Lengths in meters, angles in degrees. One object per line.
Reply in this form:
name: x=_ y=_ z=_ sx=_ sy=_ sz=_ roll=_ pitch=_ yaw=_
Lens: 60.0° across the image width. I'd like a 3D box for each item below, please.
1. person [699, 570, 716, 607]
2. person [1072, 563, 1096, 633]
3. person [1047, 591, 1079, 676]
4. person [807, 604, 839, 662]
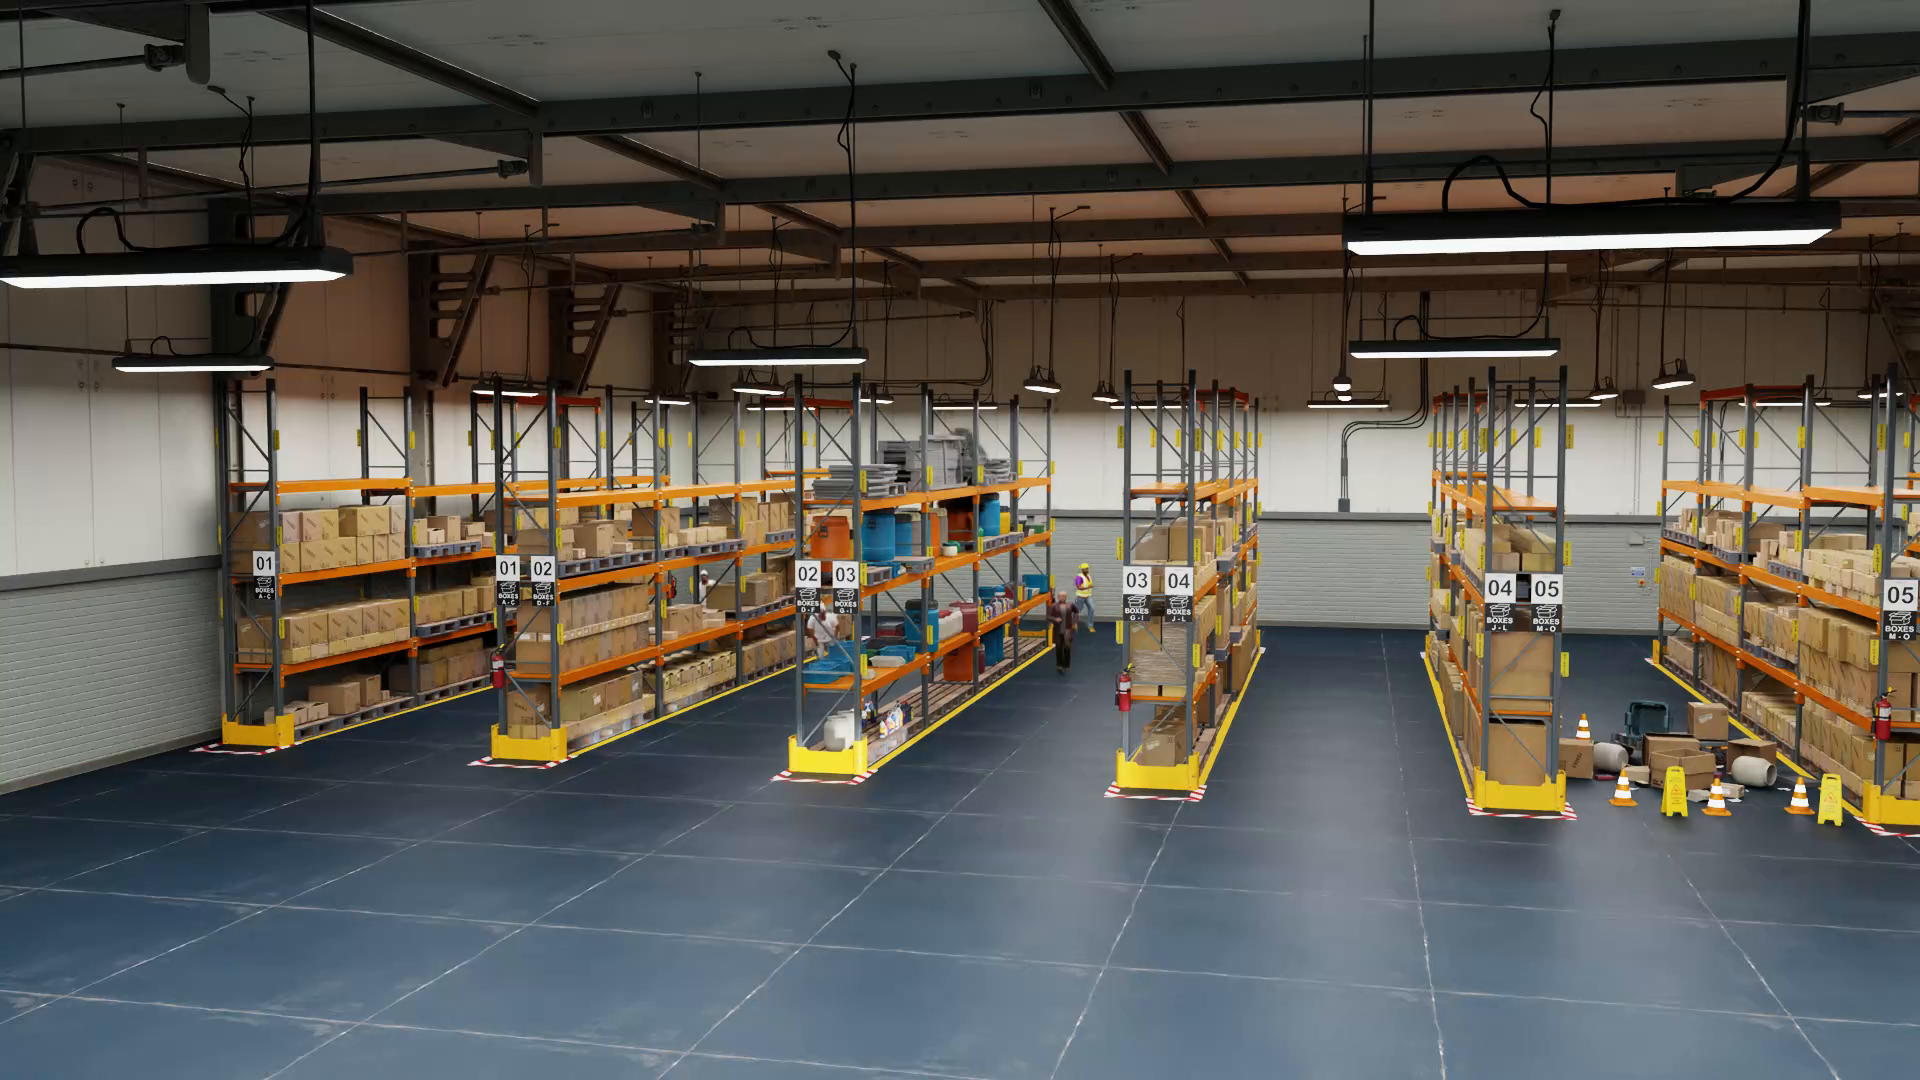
person: x=-6.371 y=1.630 z=41.788 sx=0.663 sy=1.746 sz=0.636 roll=0 pitch=3 yaw=6
person: x=3.212 y=1.514 z=43.350 sx=0.864 sy=1.823 sz=0.688 roll=3 pitch=5 yaw=43
person: x=2.189 y=2.104 z=35.481 sx=0.677 sy=1.616 sz=0.908 roll=0 pitch=3 yaw=4
person: x=-2.867 y=2.104 z=34.863 sx=0.671 sy=1.602 sz=0.921 roll=-1 pitch=3 yaw=-11
